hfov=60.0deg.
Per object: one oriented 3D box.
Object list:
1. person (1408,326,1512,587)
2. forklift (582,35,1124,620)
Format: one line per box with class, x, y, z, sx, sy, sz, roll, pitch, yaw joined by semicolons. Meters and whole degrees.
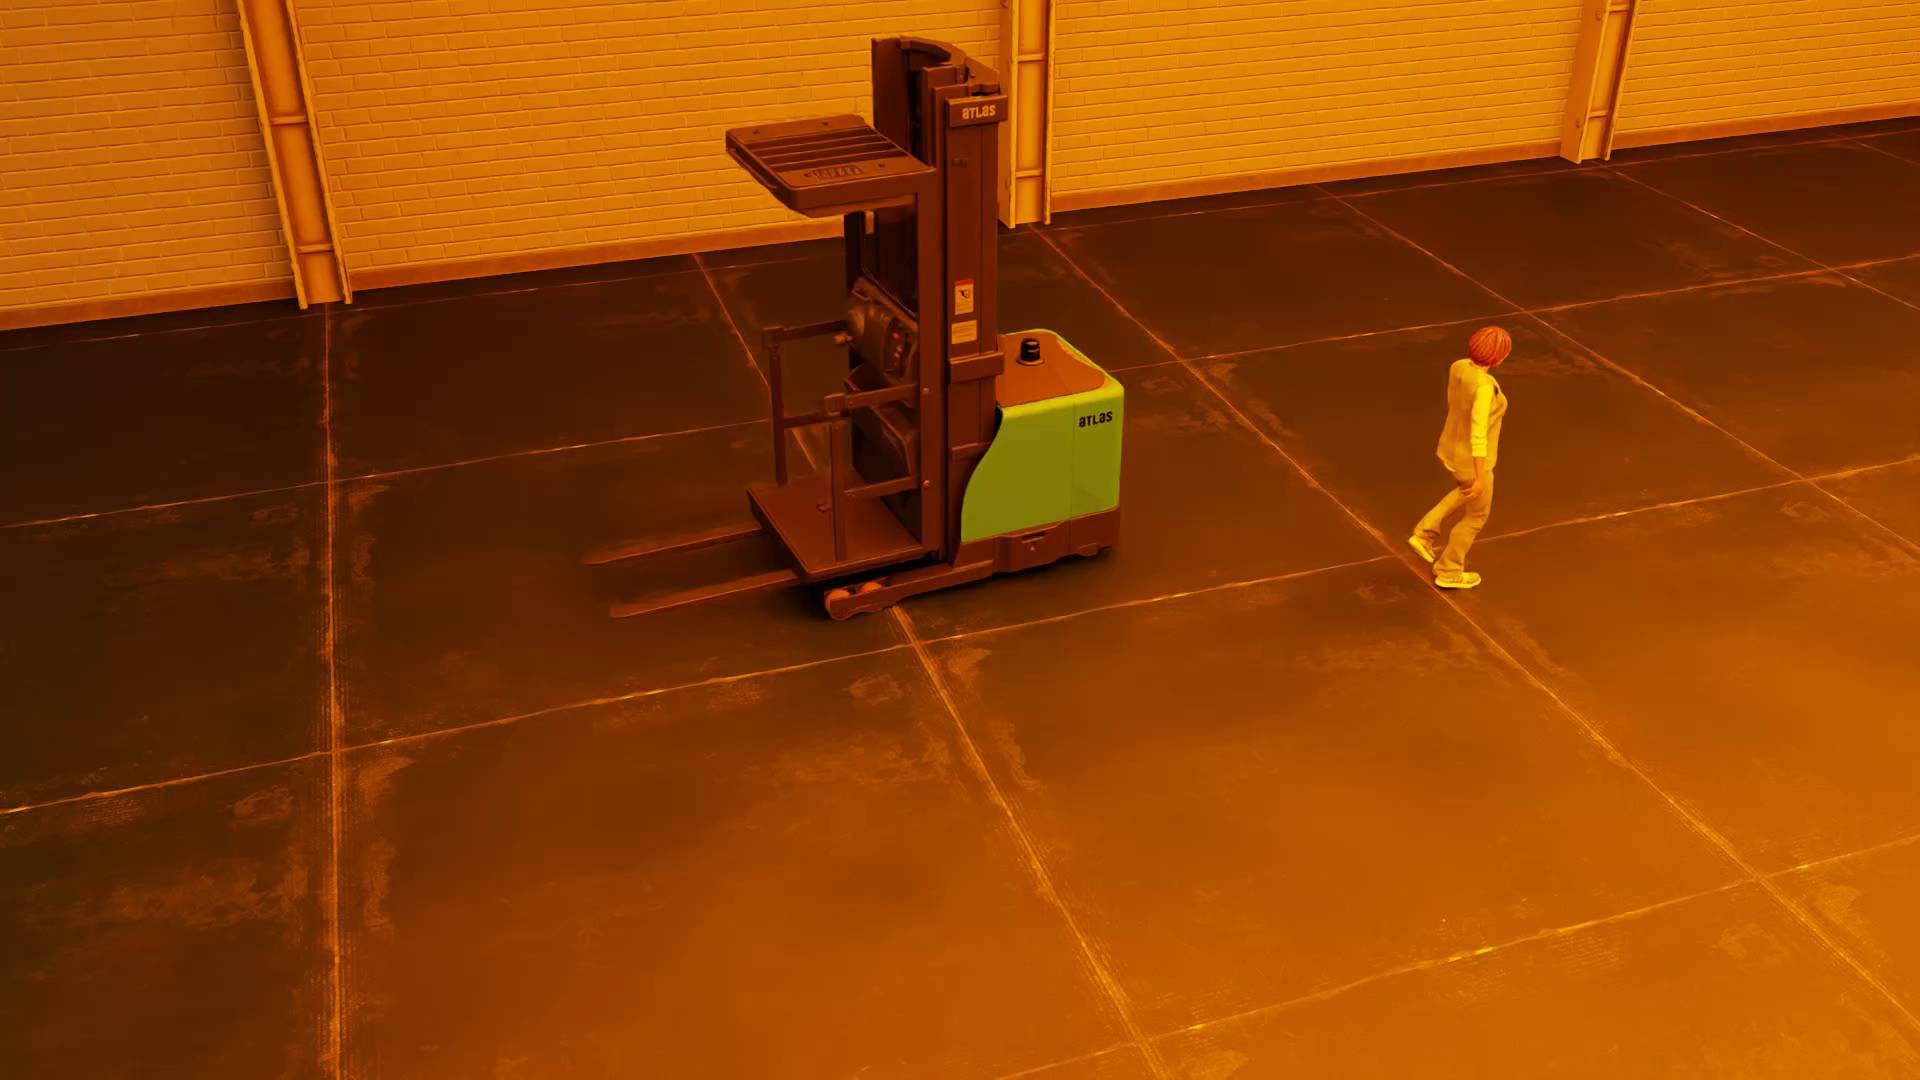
person;2.816;-0.452;9.235;0.433;1.577;0.582;-7;31;-12
forklift;-0.615;-1.124;9.041;3.031;2.935;1.130;-13;32;-21
